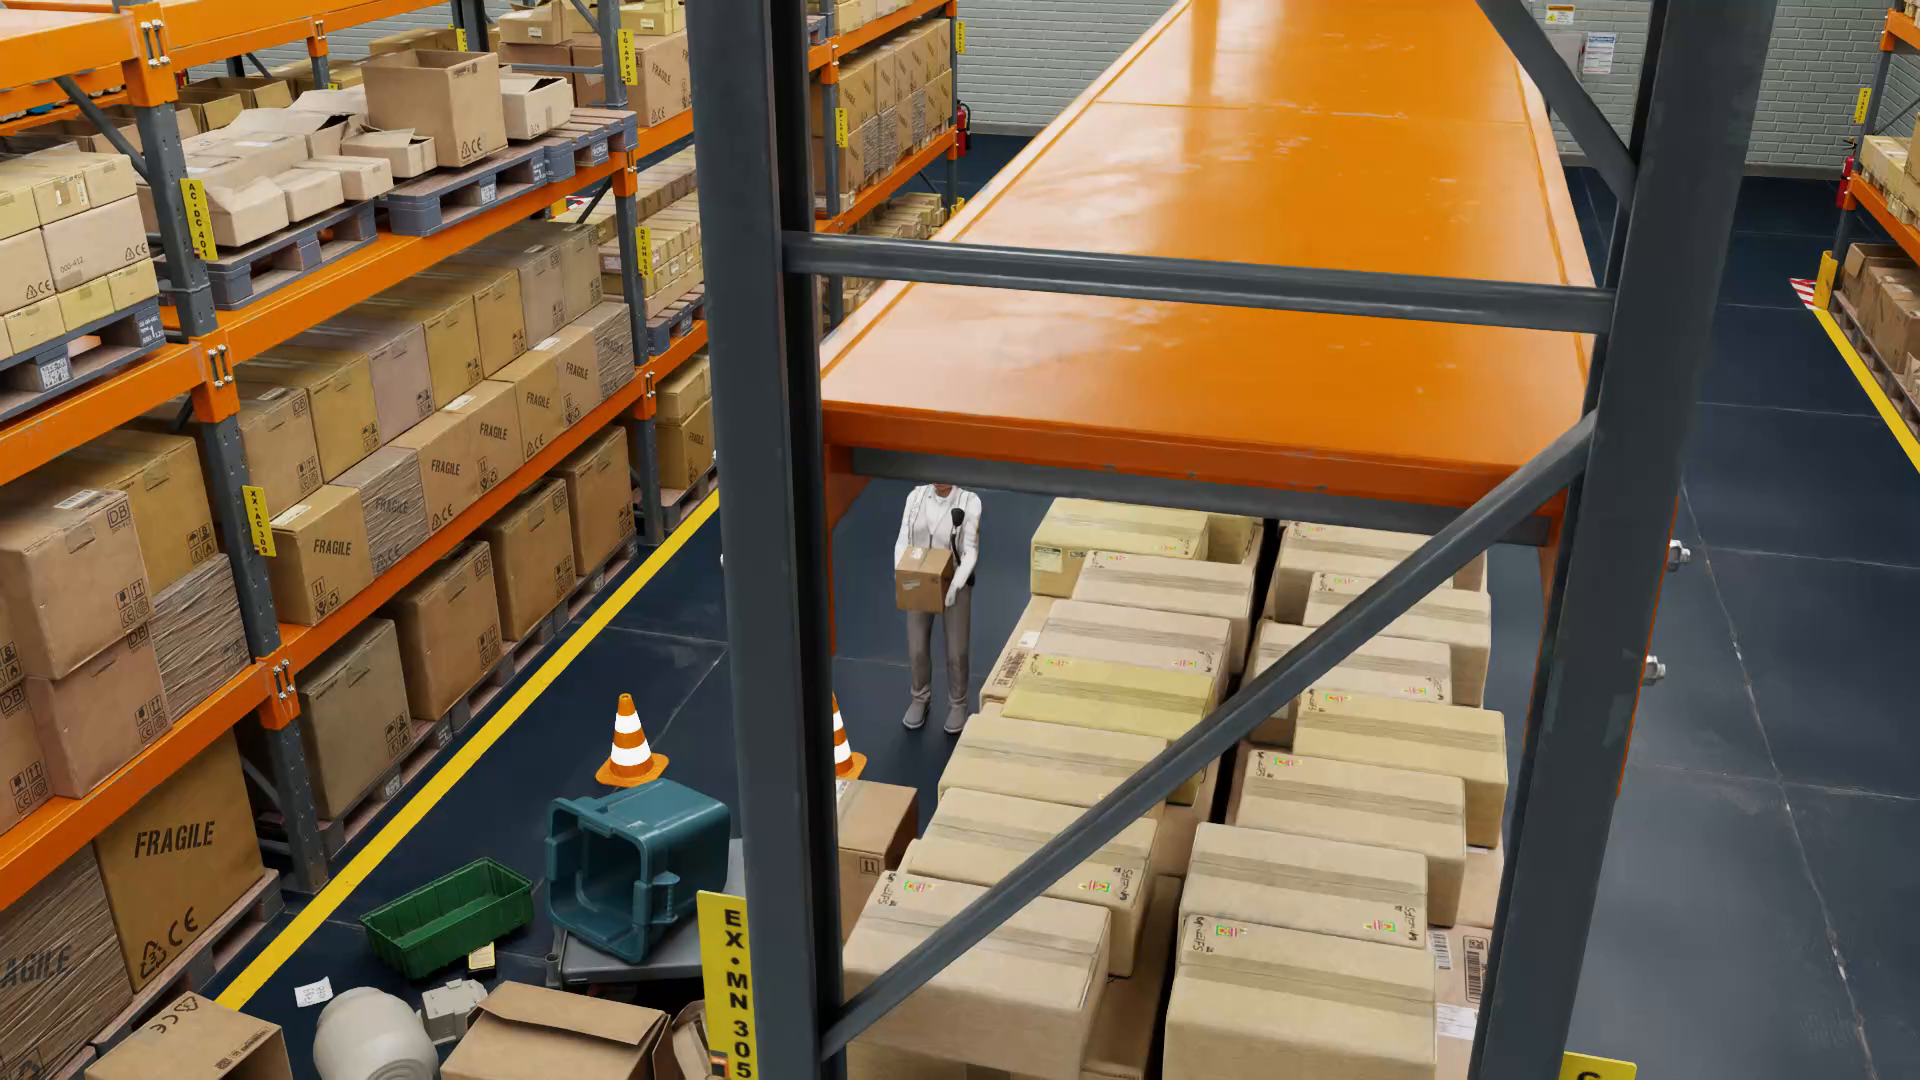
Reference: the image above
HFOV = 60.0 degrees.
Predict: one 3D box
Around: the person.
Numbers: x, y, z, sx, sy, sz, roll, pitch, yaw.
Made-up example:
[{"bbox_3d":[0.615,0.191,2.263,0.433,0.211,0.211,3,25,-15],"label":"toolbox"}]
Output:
[{"bbox_3d":[-0.114,0.263,9.118,0.501,1.682,0.398,6,26,12],"label":"person"}]
